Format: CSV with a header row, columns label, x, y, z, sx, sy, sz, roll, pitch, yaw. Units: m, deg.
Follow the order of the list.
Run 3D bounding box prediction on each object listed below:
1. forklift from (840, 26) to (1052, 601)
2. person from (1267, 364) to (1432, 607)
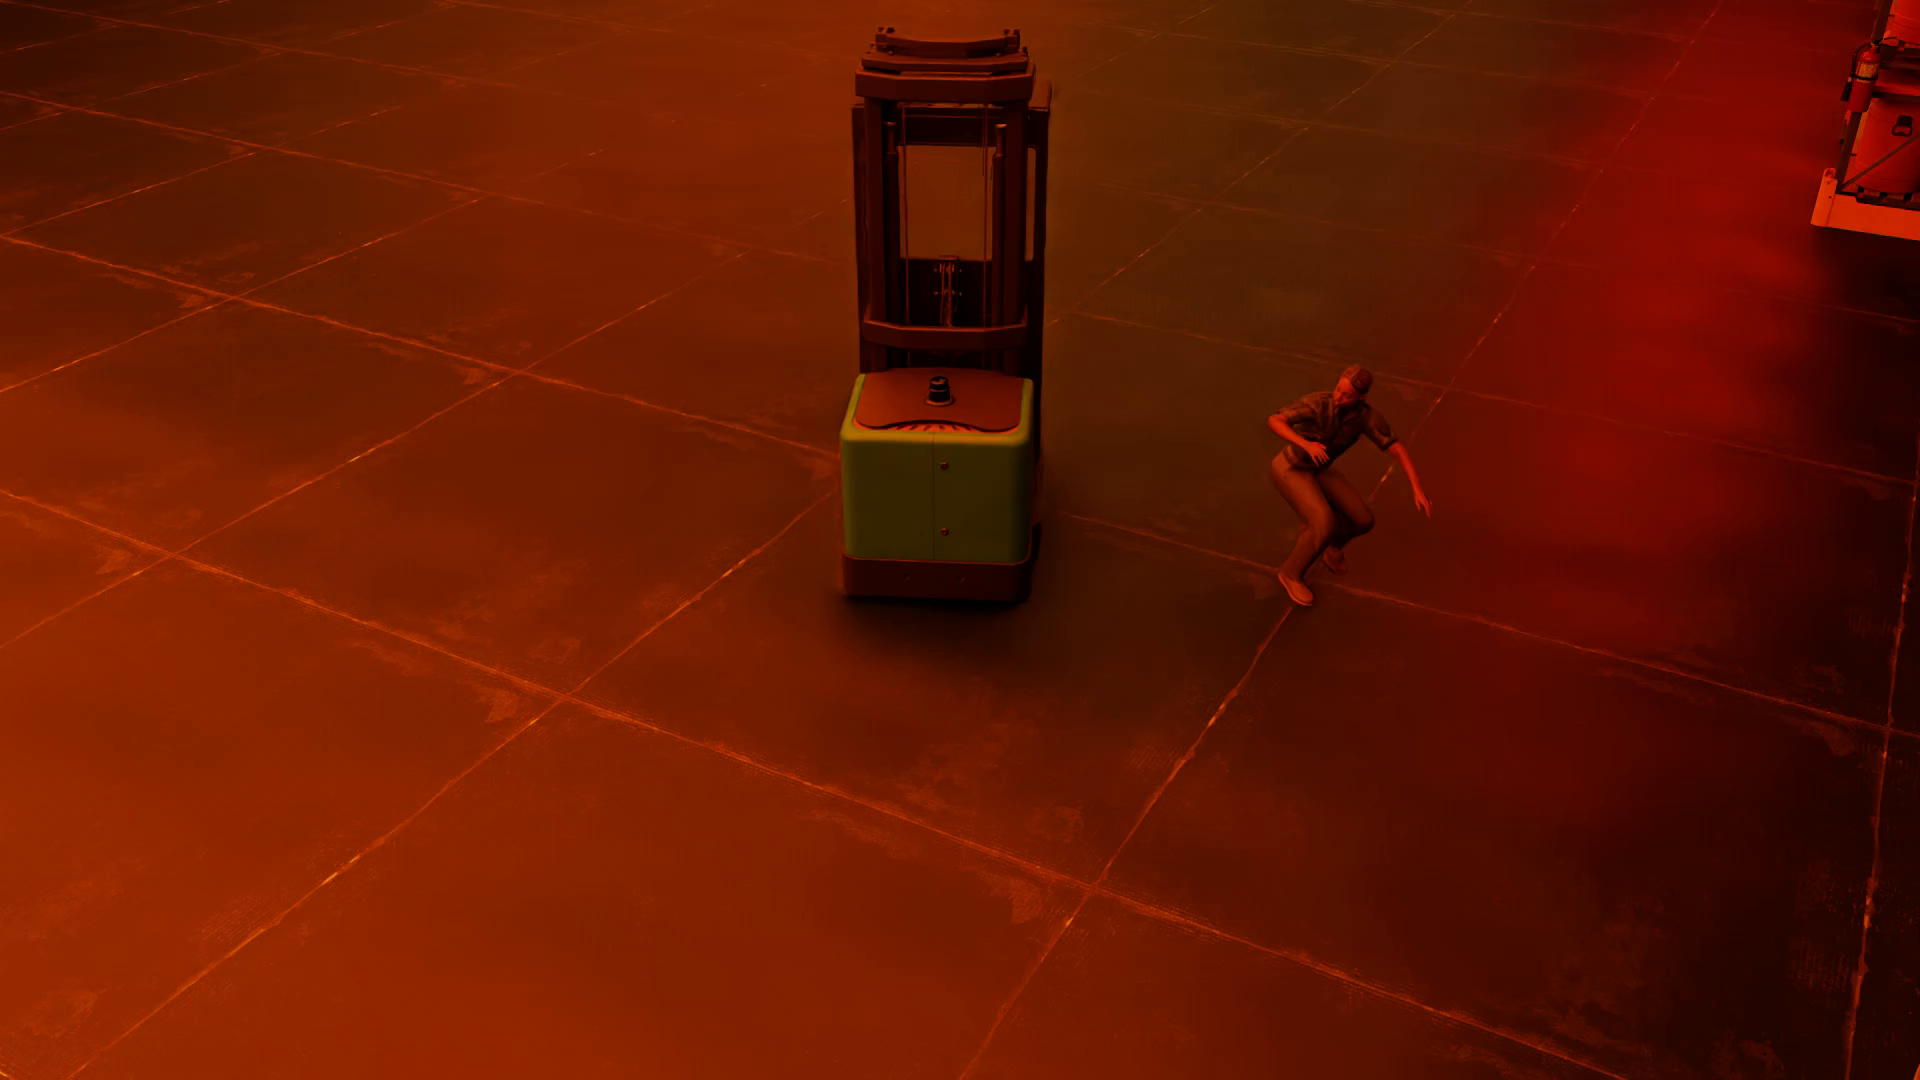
label,x,y,z,sx,sy,sz,roll,pitch,yaw
forklift,-0.037,-1.634,9.902,1.130,2.935,3.031,2,30,3
person,2.073,-0.291,9.148,0.716,1.399,0.870,-14,33,-23
